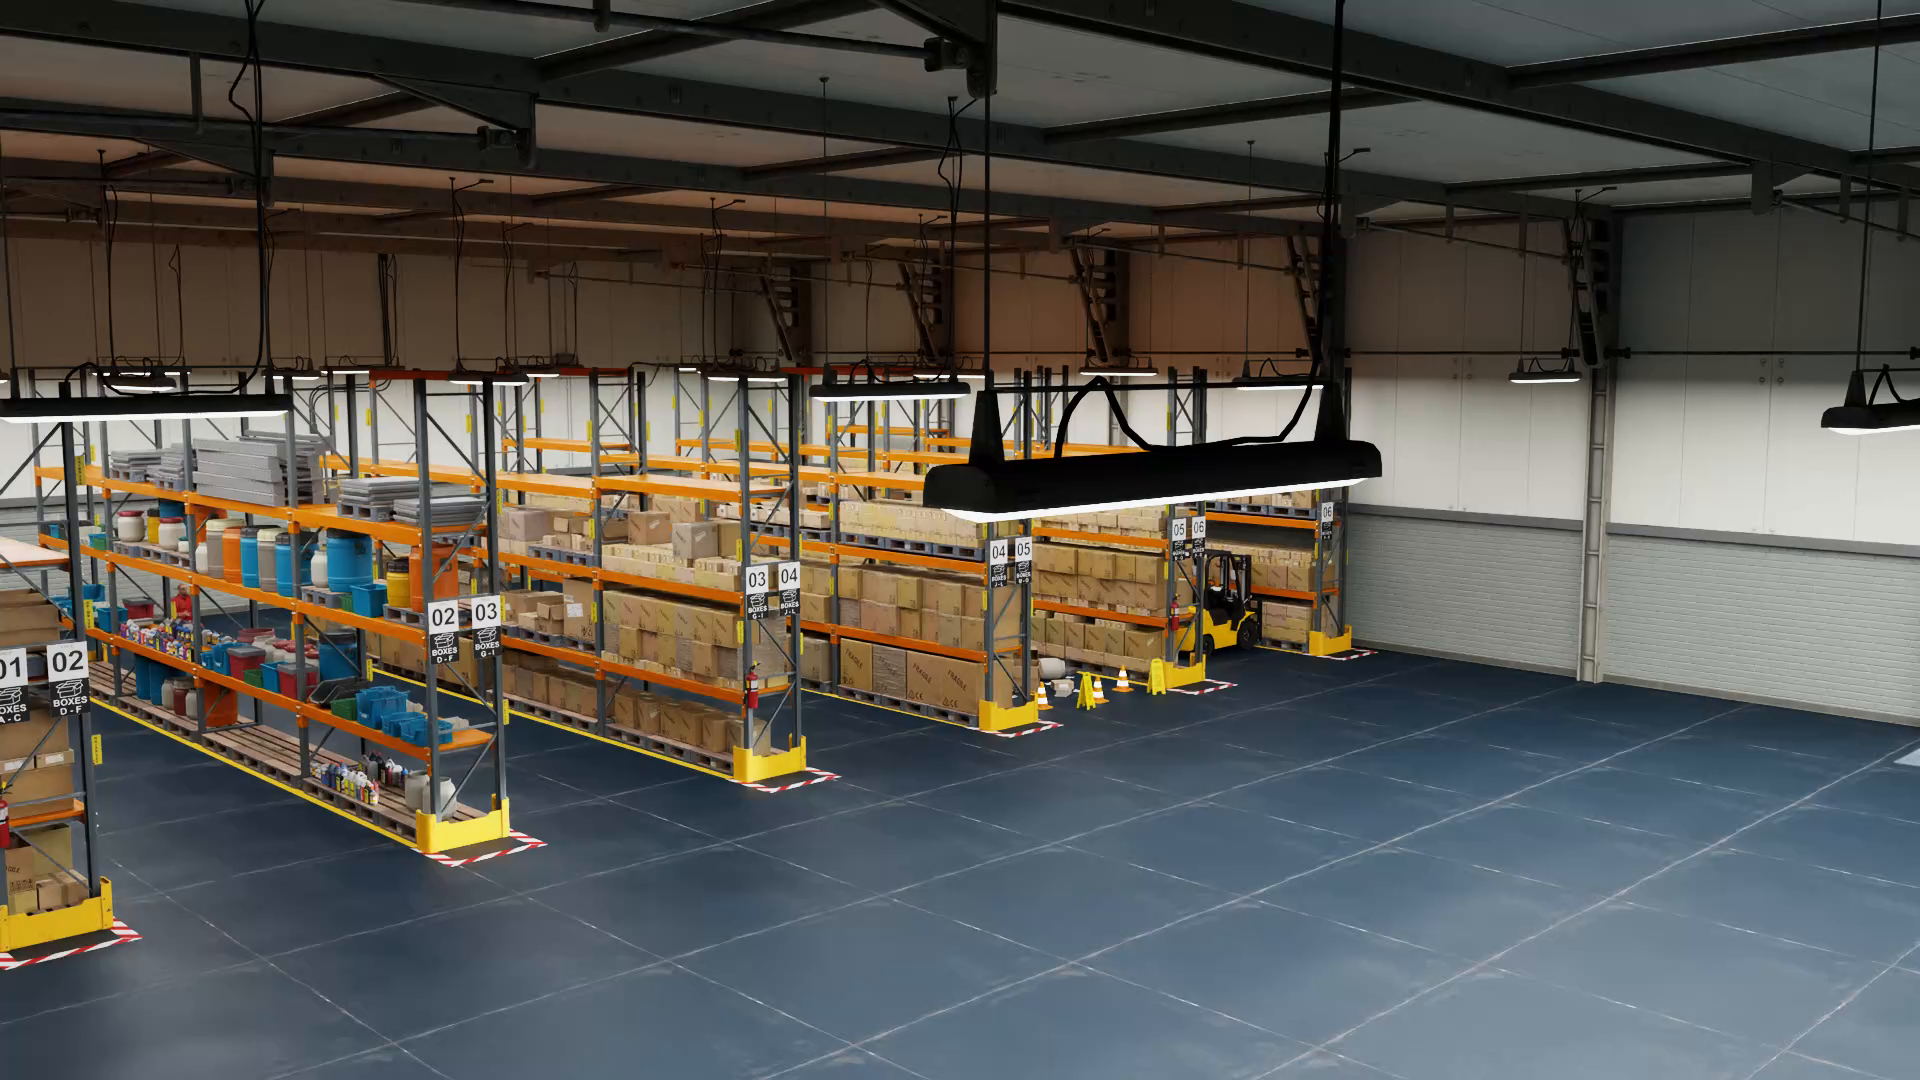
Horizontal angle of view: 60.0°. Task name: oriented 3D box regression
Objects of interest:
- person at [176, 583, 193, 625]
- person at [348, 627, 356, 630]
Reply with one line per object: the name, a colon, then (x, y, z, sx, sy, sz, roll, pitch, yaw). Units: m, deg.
person: (-15.479, 1.748, 33.163, 0.781, 1.781, 0.633, 5, 8, 38)
person: (-10.753, 2.278, 28.941, 0.895, 1.595, 0.711, 2, 7, 16)
